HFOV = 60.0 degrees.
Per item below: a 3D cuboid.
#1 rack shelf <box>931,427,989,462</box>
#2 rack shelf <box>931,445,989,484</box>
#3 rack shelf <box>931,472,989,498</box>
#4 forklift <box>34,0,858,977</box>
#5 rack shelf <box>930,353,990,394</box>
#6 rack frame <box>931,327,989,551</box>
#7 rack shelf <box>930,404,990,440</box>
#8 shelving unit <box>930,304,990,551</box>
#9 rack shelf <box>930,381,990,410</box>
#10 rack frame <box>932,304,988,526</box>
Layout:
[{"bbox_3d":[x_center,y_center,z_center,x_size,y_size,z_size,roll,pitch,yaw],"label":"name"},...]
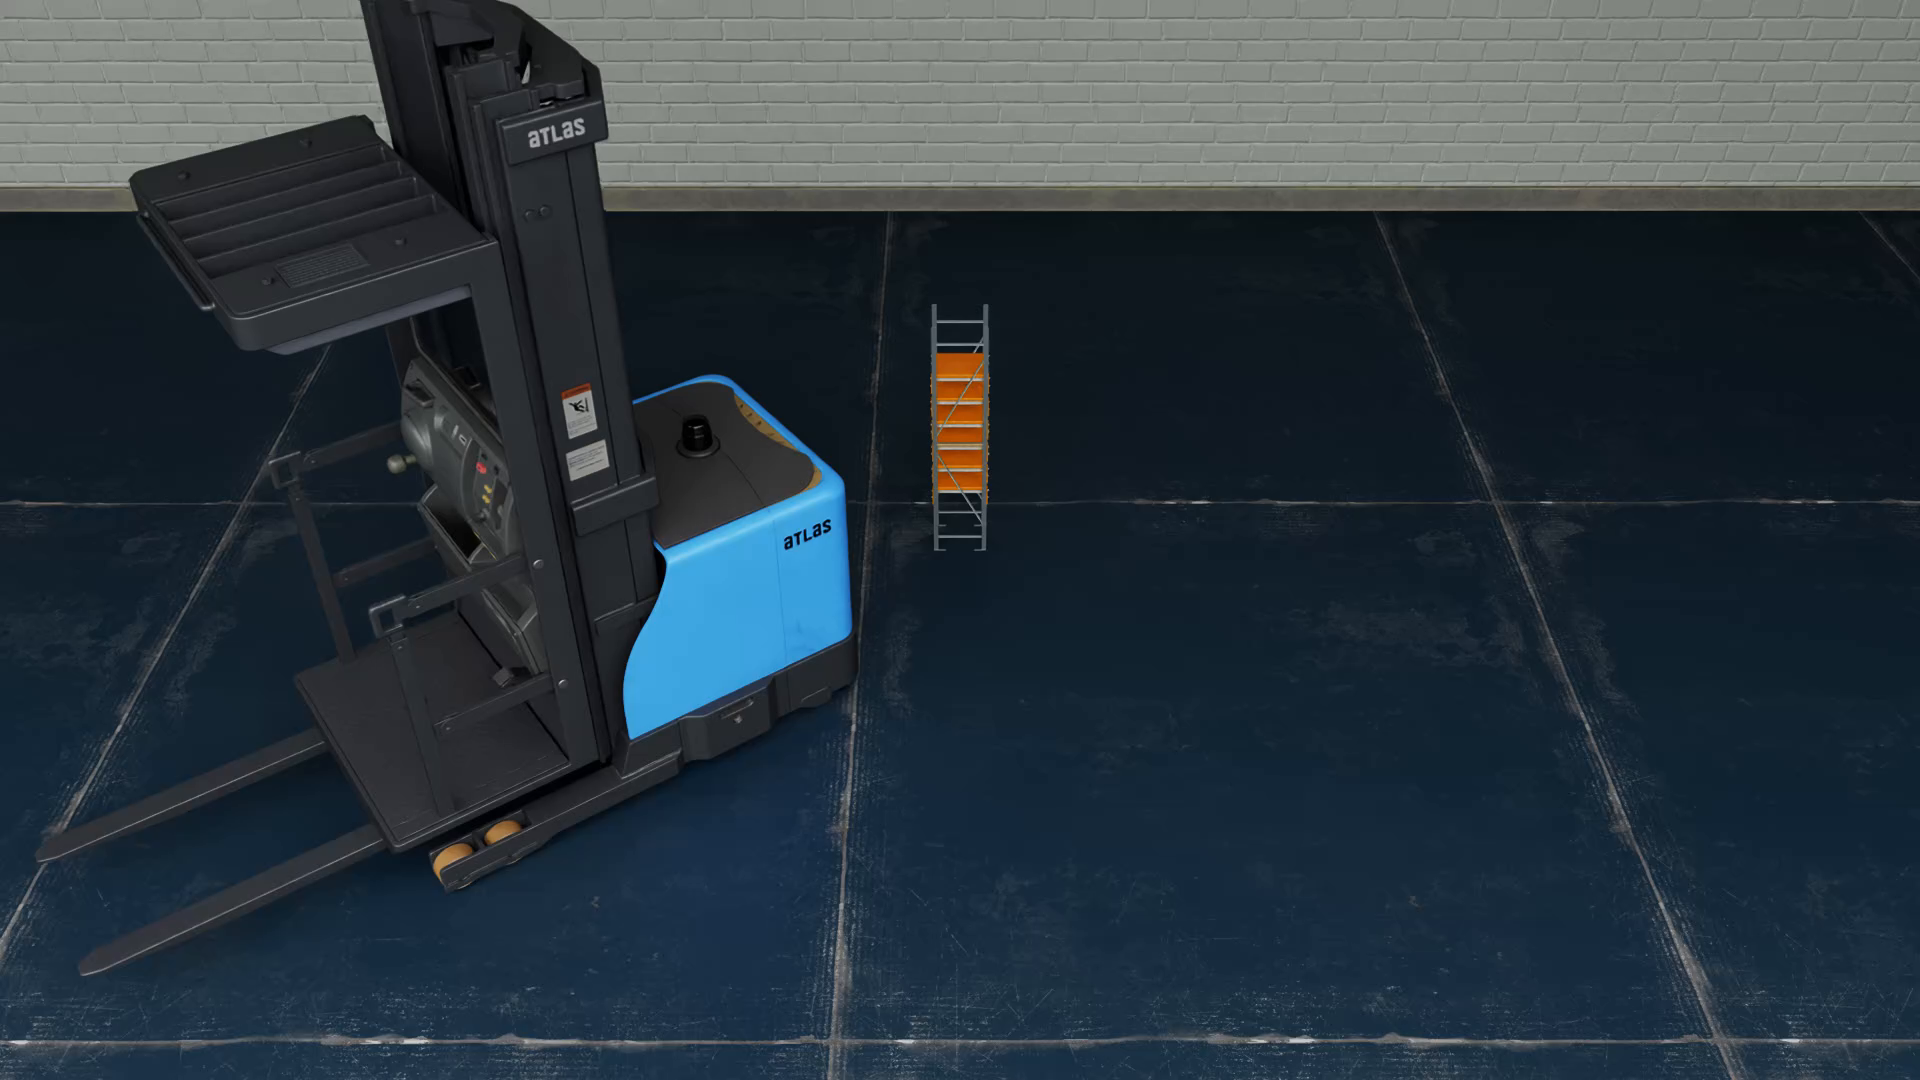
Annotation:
[{"bbox_3d":[0.000,-0.443,7.414,0.258,0.103,0.180,0,39,0],"label":"rack shelf"},{"bbox_3d":[0.000,-0.349,7.489,0.258,0.103,0.180,0,39,0],"label":"rack shelf"},{"bbox_3d":[0.000,-0.255,7.564,0.258,0.103,0.180,0,39,0],"label":"rack shelf"},{"bbox_3d":[-1.916,-0.234,5.698,3.031,2.935,1.130,-24,45,-27],"label":"forklift"},{"bbox_3d":[0.000,-0.724,7.189,0.258,0.103,0.180,0,39,0],"label":"rack shelf"},{"bbox_3d":[0.000,-0.420,7.315,0.240,1.200,0.006,0,39,0],"label":"rack frame"},{"bbox_3d":[0.000,-0.536,7.339,0.258,0.103,0.180,0,39,0],"label":"rack shelf"},{"bbox_3d":[0.000,-0.477,7.386,0.258,1.200,0.189,0,39,0],"label":"shelving unit"},{"bbox_3d":[0.000,-0.630,7.264,0.258,0.103,0.180,0,39,0],"label":"rack shelf"},{"bbox_3d":[0.000,-0.534,7.457,0.240,1.200,0.006,0,39,0],"label":"rack frame"}]
